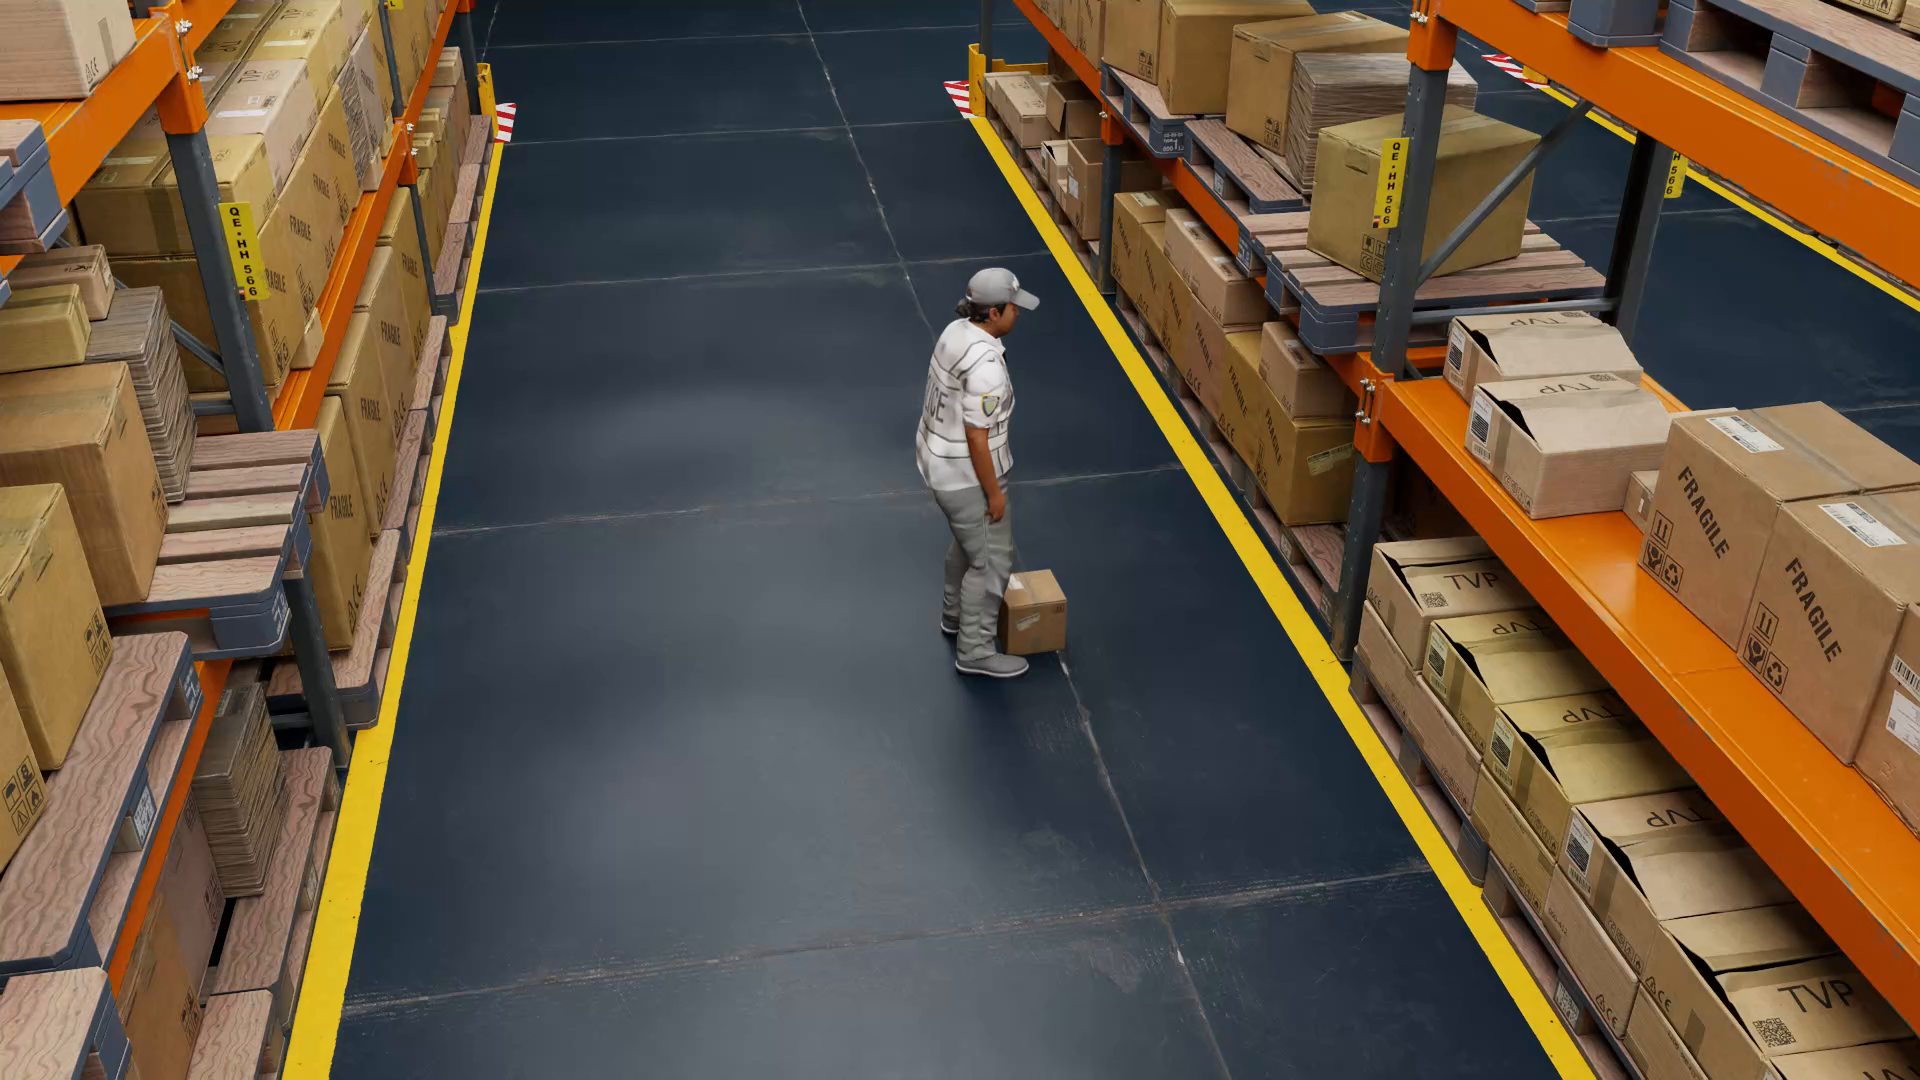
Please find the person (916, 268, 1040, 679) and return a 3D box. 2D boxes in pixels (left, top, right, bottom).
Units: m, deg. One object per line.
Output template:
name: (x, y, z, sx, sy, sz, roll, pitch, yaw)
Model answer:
person: (0.077, -0.272, 6.583, 0.469, 1.665, 0.546, -7, 31, -11)
